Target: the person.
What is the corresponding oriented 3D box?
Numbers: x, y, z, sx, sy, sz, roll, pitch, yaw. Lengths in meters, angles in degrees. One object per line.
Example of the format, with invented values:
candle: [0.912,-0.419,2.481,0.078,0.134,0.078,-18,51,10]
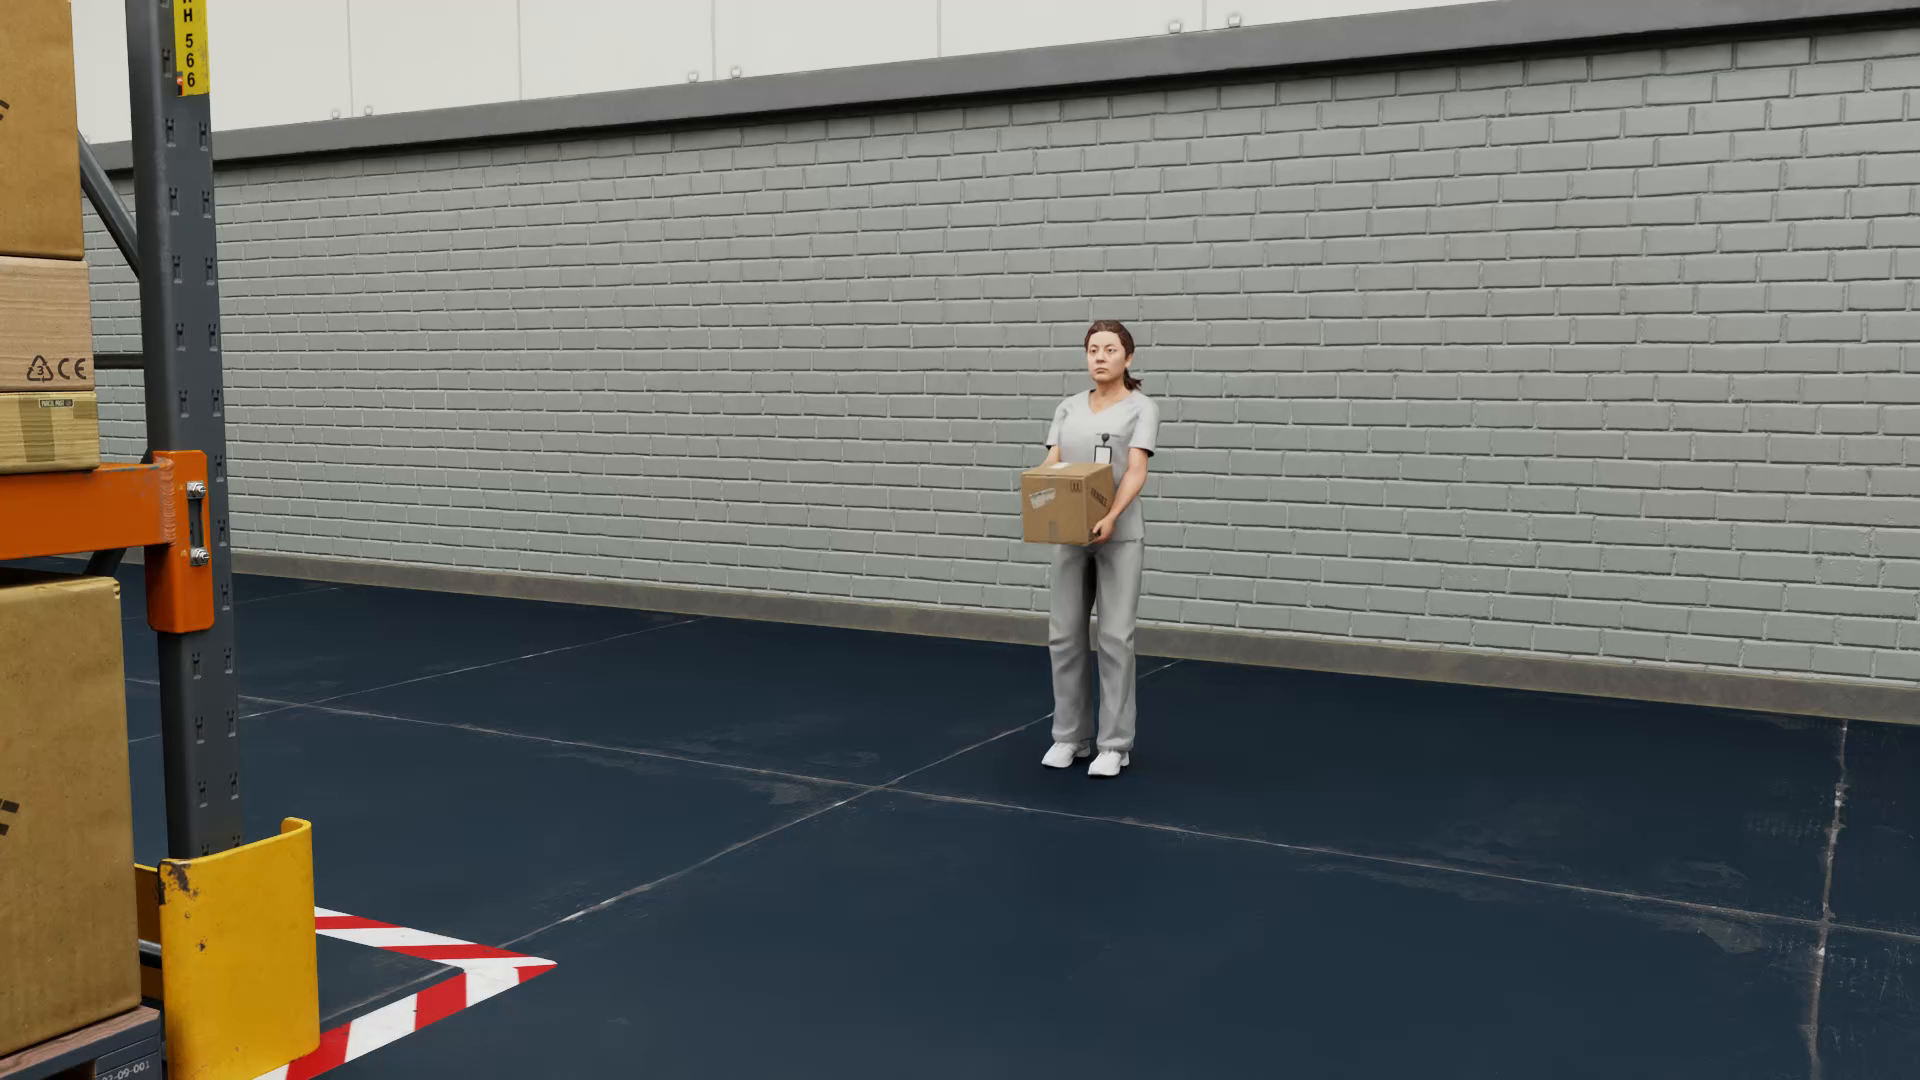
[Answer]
person: [0.485,0.026,6.140,0.434,1.667,0.535,3,7,29]
